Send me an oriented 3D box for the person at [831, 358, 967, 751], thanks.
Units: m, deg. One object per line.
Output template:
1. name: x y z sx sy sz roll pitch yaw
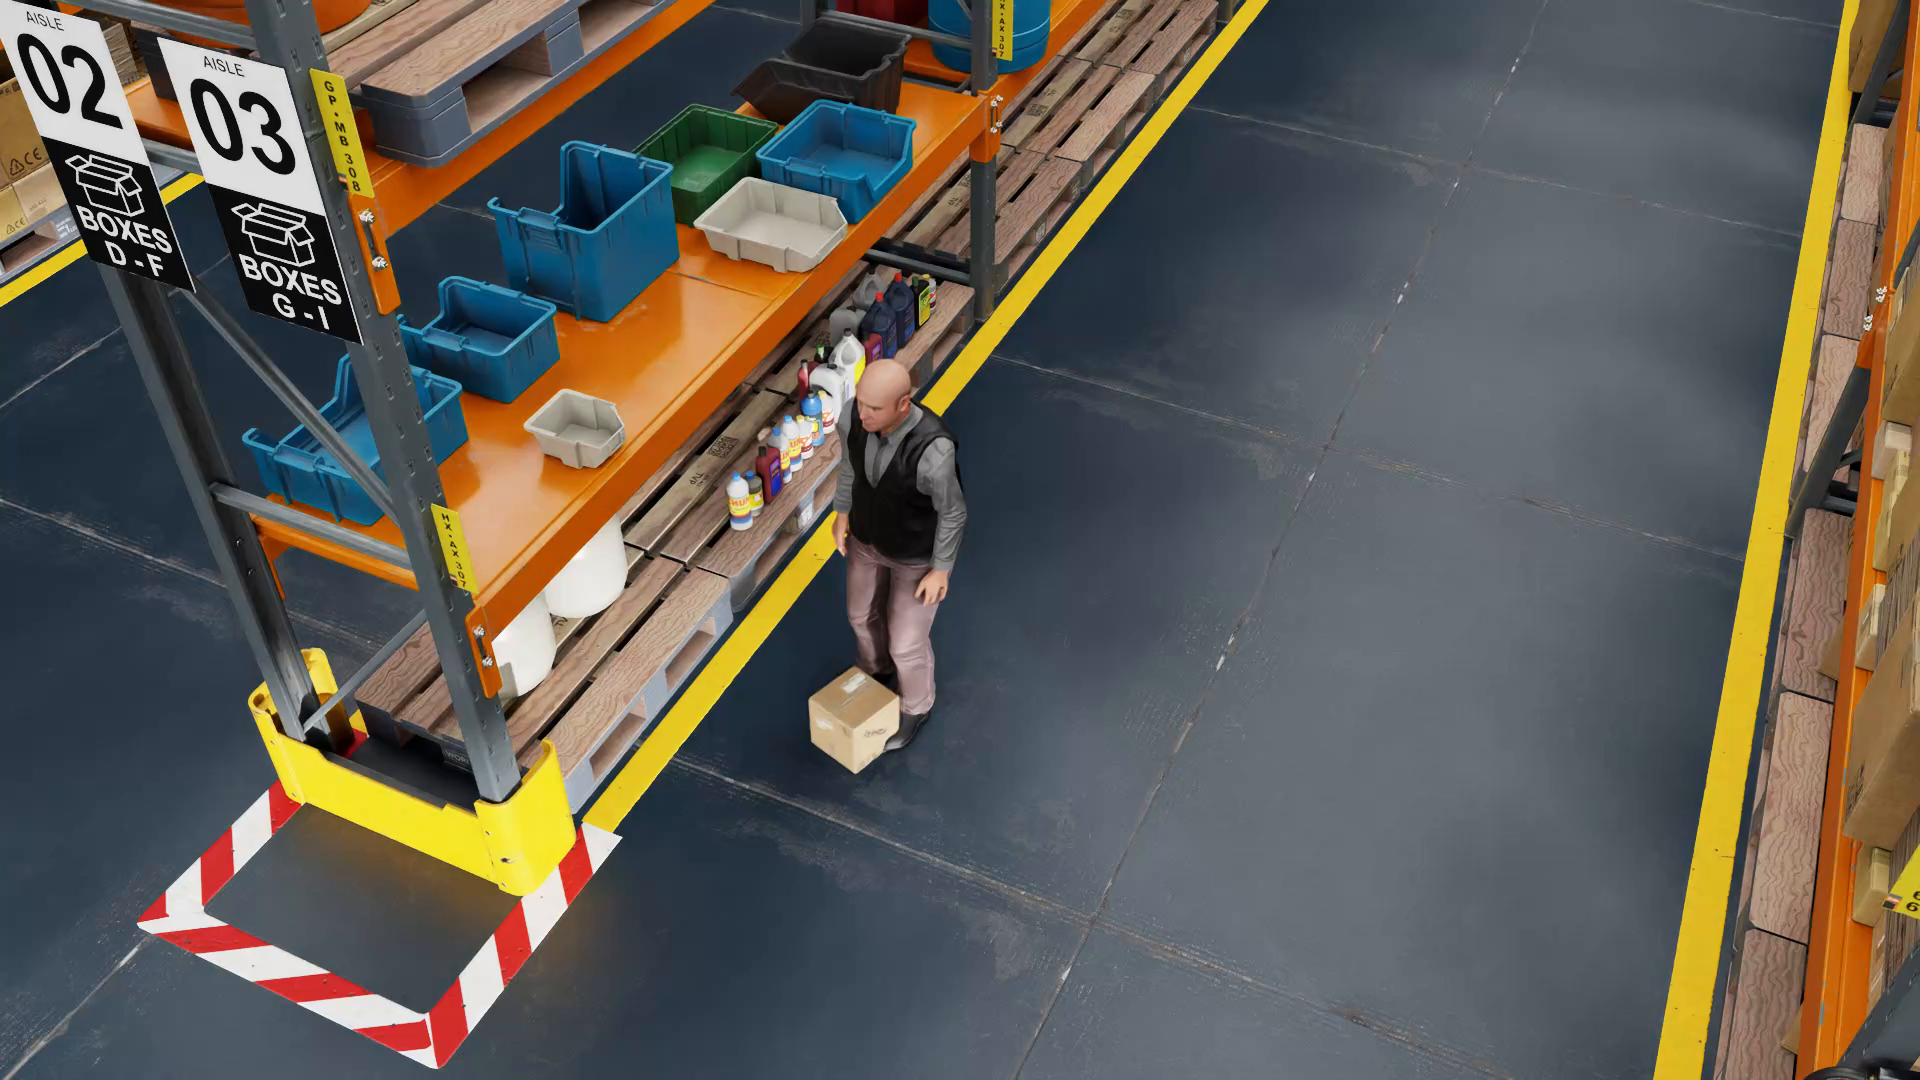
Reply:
1. person: -0.237 0.025 6.149 0.571 1.721 0.474 31 50 30
